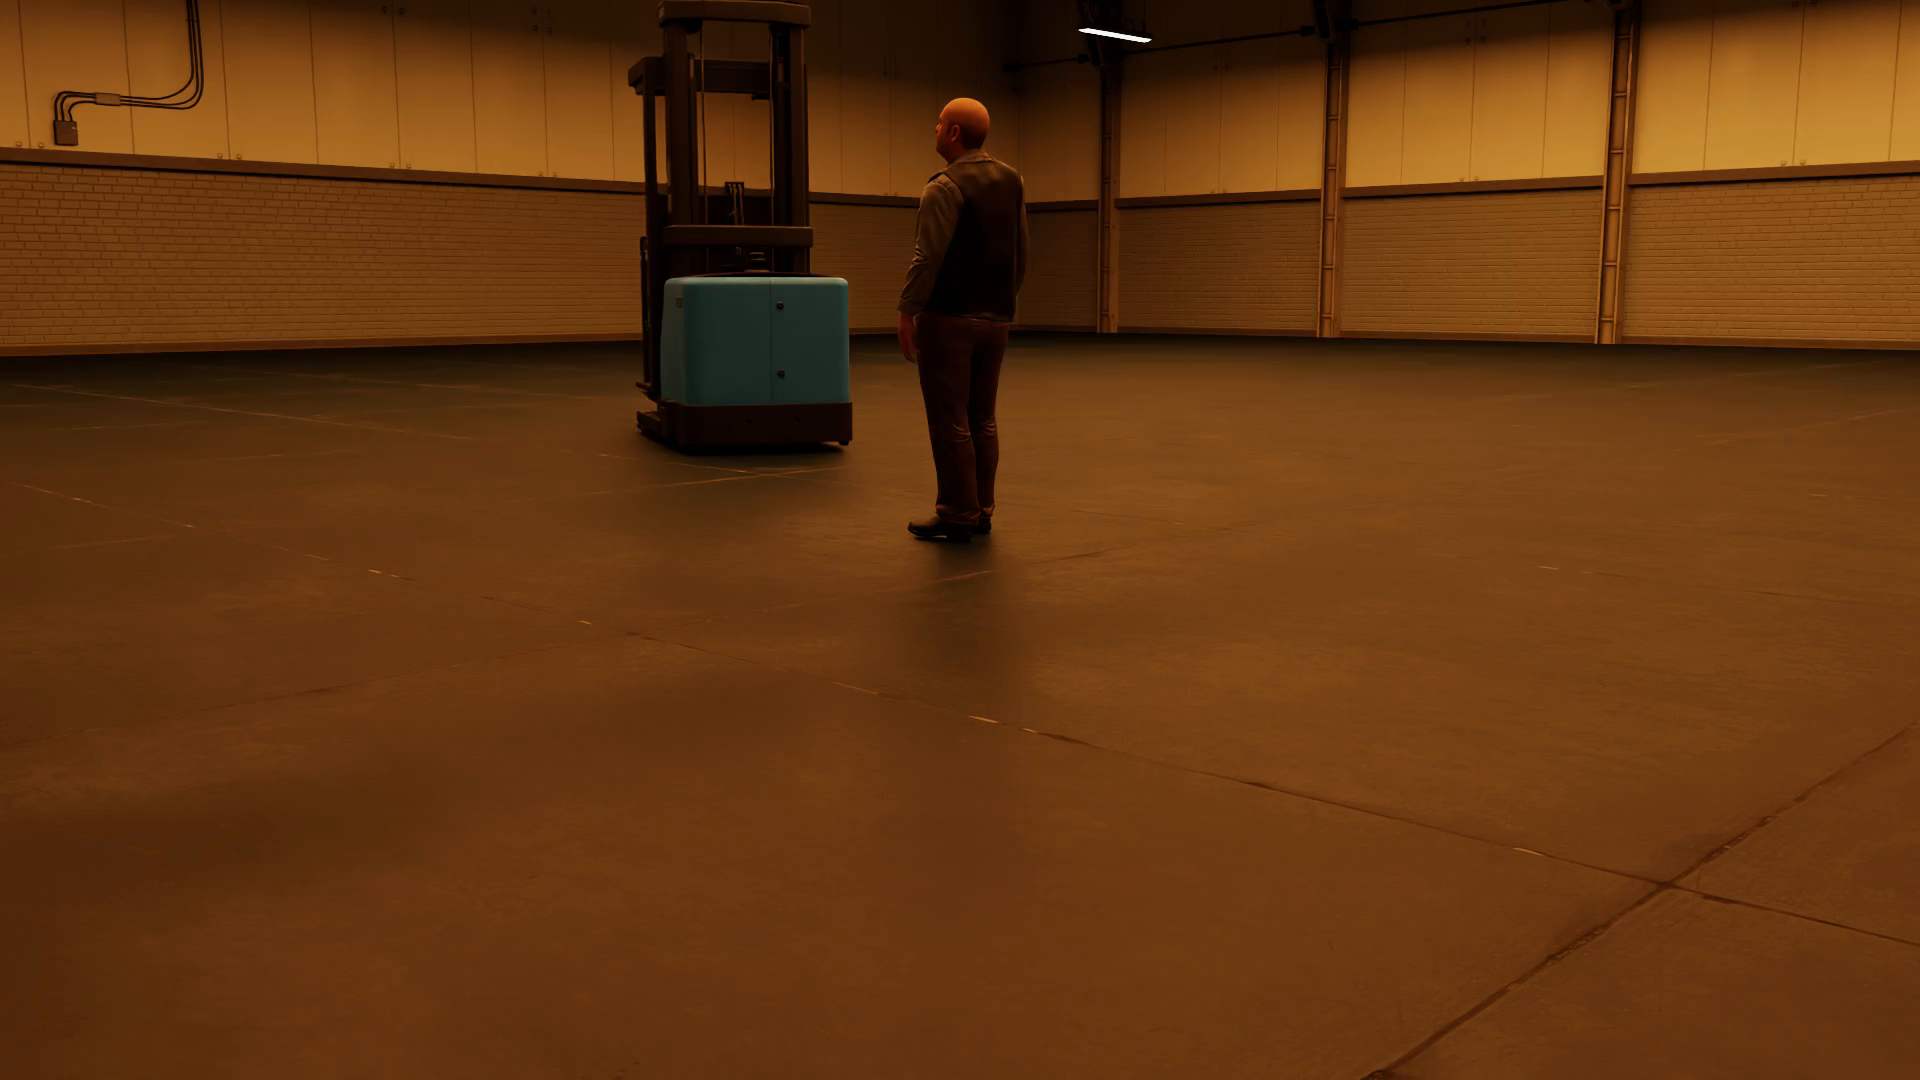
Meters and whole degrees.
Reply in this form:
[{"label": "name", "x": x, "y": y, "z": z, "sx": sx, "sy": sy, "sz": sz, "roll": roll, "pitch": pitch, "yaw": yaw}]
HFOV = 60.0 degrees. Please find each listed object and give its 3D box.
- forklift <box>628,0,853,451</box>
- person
[{"label": "forklift", "x": -1.628, "y": -2.178, "z": 11.339, "sx": 1.130, "sy": 2.935, "sz": 3.031, "roll": -3, "pitch": 9, "yaw": -19}, {"label": "person", "x": -0.039, "y": -0.866, "z": 6.636, "sx": 0.568, "sy": 1.720, "sz": 0.632, "roll": 8, "pitch": 12, "yaw": 43}]
